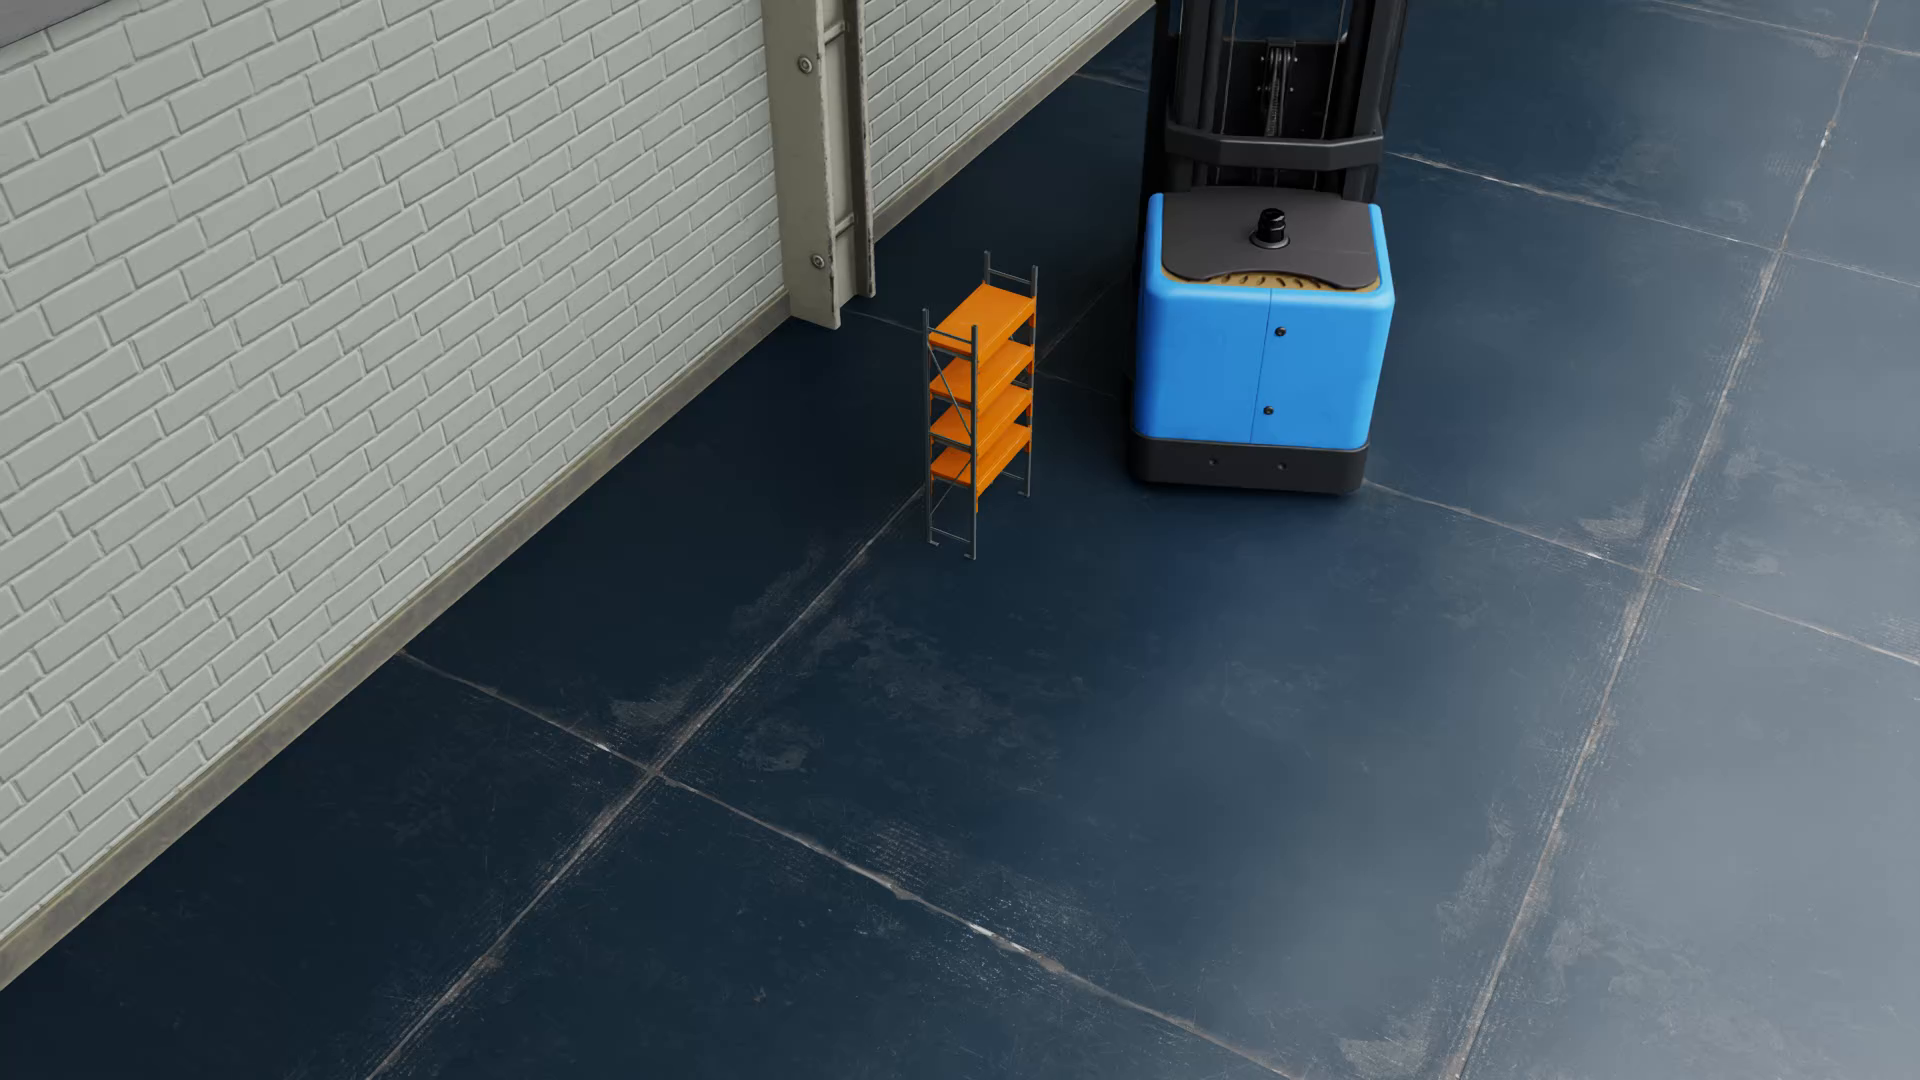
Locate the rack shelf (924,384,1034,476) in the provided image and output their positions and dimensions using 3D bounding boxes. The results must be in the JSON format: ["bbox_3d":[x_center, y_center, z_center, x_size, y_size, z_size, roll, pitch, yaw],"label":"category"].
[{"bbox_3d":[0.083,-0.495,7.005,0.258,0.148,0.480,21,45,22],"label":"rack shelf"}]

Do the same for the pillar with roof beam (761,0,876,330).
[{"bbox_3d":[3.057,-3.187,4.060,9.100,9.000,0.400,21,45,22],"label":"pillar with roof beam"}]

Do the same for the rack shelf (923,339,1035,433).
[{"bbox_3d":[0.083,-0.662,6.858,0.258,0.148,0.480,21,45,22],"label":"rack shelf"}]

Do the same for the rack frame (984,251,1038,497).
[{"bbox_3d":[0.205,-0.685,7.120,0.240,1.200,0.015,21,45,22],"label":"rack frame"}]

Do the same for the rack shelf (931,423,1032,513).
[{"bbox_3d":[0.083,-0.345,7.137,0.258,0.148,0.480,21,45,22],"label":"rack shelf"}]

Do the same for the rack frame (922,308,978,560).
[{"bbox_3d":[-0.039,-0.405,6.802,0.240,1.200,0.015,21,45,22],"label":"rack frame"}]

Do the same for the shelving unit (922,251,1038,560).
[{"bbox_3d":[0.083,-0.545,6.961,0.258,1.200,0.503,21,45,22],"label":"shelving unit"}]

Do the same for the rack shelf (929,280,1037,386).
[{"bbox_3d":[0.083,-0.840,6.701,0.258,0.148,0.480,21,45,22],"label":"rack shelf"}]

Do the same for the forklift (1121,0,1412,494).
[{"bbox_3d":[1.424,-2.274,7.614,1.130,2.935,3.031,4,42,5],"label":"forklift"}]
